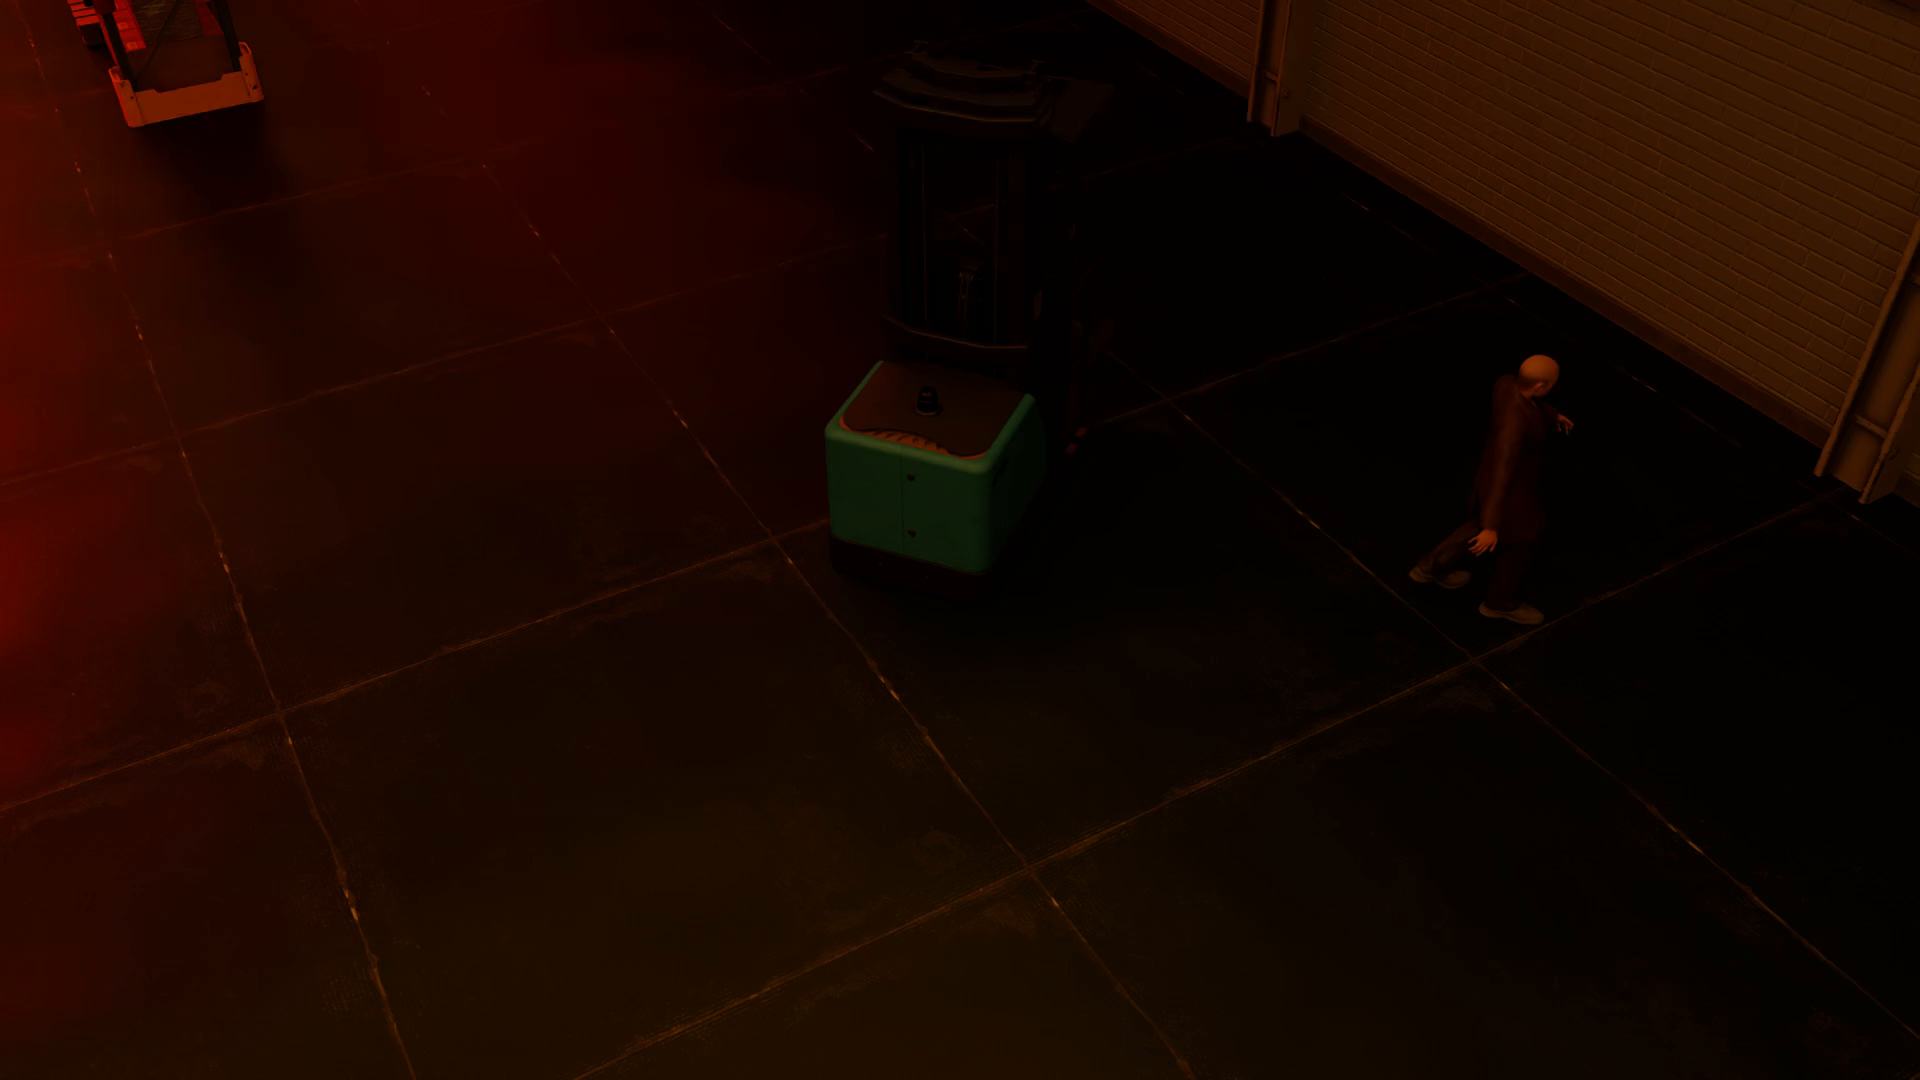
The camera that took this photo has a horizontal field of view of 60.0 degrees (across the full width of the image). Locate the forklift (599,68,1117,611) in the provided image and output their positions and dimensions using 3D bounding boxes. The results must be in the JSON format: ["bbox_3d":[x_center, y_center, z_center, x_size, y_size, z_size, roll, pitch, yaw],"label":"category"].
[{"bbox_3d":[-0.654,-1.070,9.327,3.031,2.935,1.130,-5,40,-6],"label":"forklift"}]

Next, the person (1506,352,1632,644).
[{"bbox_3d":[3.396,-0.277,9.278,0.436,1.772,0.645,6,40,7],"label":"person"}]
